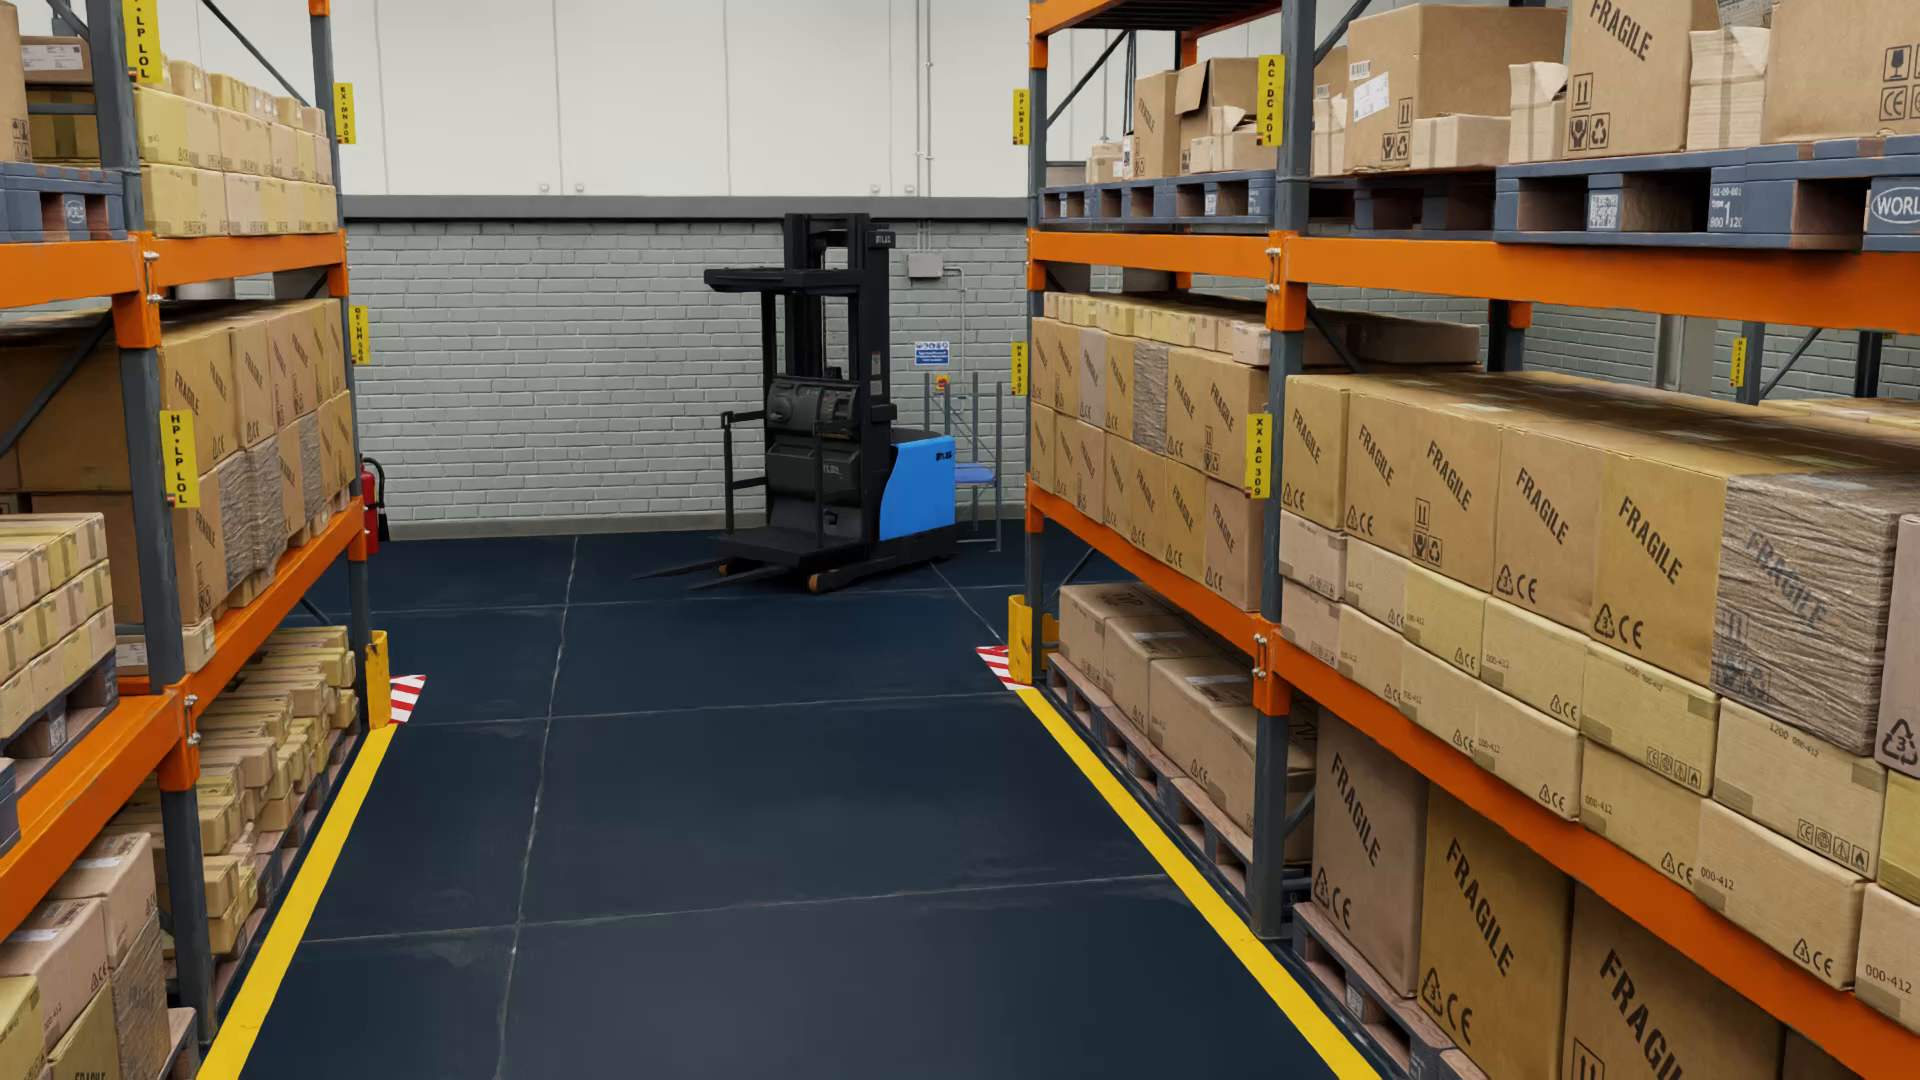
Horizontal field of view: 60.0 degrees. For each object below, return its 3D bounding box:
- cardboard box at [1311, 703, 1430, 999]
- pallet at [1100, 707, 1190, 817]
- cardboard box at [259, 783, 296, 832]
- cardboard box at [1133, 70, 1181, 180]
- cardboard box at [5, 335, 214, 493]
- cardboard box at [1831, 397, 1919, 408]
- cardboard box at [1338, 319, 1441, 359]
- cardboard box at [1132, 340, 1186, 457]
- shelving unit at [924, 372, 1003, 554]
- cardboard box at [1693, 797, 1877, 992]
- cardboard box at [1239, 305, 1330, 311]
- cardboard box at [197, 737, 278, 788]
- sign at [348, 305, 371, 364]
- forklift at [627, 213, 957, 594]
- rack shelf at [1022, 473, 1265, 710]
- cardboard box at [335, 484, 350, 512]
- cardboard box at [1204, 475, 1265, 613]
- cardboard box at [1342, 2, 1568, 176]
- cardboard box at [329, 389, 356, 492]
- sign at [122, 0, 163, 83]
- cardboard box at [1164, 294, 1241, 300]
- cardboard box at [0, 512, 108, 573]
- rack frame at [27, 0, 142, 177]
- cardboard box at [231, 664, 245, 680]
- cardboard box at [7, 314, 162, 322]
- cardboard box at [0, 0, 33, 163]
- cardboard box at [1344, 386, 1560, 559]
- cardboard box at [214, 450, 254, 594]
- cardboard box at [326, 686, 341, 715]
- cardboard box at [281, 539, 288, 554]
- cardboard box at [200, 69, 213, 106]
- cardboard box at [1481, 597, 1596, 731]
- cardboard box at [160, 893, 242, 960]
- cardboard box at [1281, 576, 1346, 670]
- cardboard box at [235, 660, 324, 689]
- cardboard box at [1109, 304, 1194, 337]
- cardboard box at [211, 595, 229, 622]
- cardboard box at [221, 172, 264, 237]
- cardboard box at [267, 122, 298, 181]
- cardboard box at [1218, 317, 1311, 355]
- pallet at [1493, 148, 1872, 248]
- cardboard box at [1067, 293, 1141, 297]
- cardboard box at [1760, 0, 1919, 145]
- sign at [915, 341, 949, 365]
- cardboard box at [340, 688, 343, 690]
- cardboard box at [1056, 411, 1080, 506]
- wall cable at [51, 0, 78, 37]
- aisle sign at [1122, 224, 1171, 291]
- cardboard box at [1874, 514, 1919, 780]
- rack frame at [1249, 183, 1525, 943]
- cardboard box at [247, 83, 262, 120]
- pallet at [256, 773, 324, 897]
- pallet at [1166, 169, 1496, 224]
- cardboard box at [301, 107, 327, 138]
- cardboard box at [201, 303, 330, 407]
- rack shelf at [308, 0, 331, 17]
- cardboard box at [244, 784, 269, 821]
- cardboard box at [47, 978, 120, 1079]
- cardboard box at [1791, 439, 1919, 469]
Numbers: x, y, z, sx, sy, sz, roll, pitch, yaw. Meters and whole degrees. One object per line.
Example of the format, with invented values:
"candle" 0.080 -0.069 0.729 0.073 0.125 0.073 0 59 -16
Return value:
"cardboard box" 1.890 1.070 6.163 0.875 0.875 0.875 -2 11 -9
"pallet" 1.379 1.125 8.772 1.003 0.211 1.213 -2 11 -11
"cardboard box" -3.193 1.200 7.425 0.380 0.149 0.250 -2 11 -13
"cardboard box" 1.158 -2.014 8.131 0.500 0.500 0.500 -2 11 -10
"cardboard box" -2.994 -0.457 5.893 0.500 0.500 0.500 -2 11 -10
"cardboard box" 6.131 -0.790 10.986 0.500 0.250 0.500 -2 11 -9
"cardboard box" 1.818 -0.851 7.020 0.380 0.149 0.250 -2 11 -10
"cardboard box" 1.129 -0.681 7.864 0.500 0.500 0.500 -2 11 -10
"shelving unit" 0.017 -0.721 15.028 0.538 1.500 1.048 -2 11 -11
"cardboard box" 2.001 0.753 3.673 0.500 0.250 0.500 -2 11 -10
"cardboard box" 1.606 -1.084 8.247 0.380 0.149 0.250 -2 11 -11
"cardboard box" -3.144 0.958 7.105 0.380 0.149 0.250 -2 11 -10
"sign" -3.375 -1.154 9.346 0.100 0.325 0.005 -2 11 -11
"forklift" -1.326 -1.119 13.292 1.130 2.935 3.031 8 14 37
"rack shelf" 1.302 0.109 8.580 1.077 0.370 4.000 -2 11 -11
"cardboard box" -3.582 -0.240 9.161 0.380 0.149 0.250 -2 11 -11
"cardboard box" 1.350 -0.003 6.975 0.500 0.500 0.500 -2 11 -10
"cardboard box" 1.578 -1.435 5.352 0.500 0.500 0.500 -2 11 -12
"cardboard box" -3.583 -0.535 8.976 0.500 0.500 0.500 -2 11 -10
"sign" -2.601 -1.621 5.287 0.100 0.325 0.005 -2 11 -11
"cardboard box" 1.385 -1.322 9.497 0.380 0.149 0.250 -2 11 -12
"cardboard box" -2.875 0.012 5.122 0.380 0.149 0.250 -2 11 -8
"rack frame" -3.145 -2.626 4.982 1.000 3.000 0.127 -2 11 -11
"cardboard box" -3.983 0.644 8.756 0.380 0.149 0.250 -2 11 -10
"cardboard box" -3.810 -0.726 7.302 0.500 0.500 0.500 -2 11 -13
"cardboard box" -3.179 -1.335 4.828 0.700 0.500 0.500 -2 11 -11
"cardboard box" 1.621 -0.235 5.519 0.500 0.500 0.500 -2 11 -11
"cardboard box" -3.097 -0.065 6.506 0.500 0.500 0.500 -2 11 -11
"cardboard box" -3.438 0.817 8.642 0.380 0.149 0.250 -3 11 -13
"cardboard box" -3.418 -0.001 7.902 0.380 0.149 0.250 -3 11 -13
"cardboard box" -3.165 -1.774 6.523 0.380 0.149 0.250 -2 11 -13
"cardboard box" 1.801 0.322 4.600 0.500 0.250 0.500 -2 11 -13
"cardboard box" -2.901 1.436 6.182 0.380 0.149 0.250 -3 11 -13
"cardboard box" 1.518 0.286 6.126 0.500 0.250 0.500 -2 11 -12
"cardboard box" -3.416 0.718 8.367 0.380 0.149 0.250 -3 11 -13
"cardboard box" 0.971 -1.109 8.379 0.380 0.149 0.250 -2 11 -12
"cardboard box" -3.153 0.239 6.646 0.380 0.149 0.250 -3 11 -14
"cardboard box" -3.165 -1.361 6.759 0.500 0.250 0.500 -2 11 -9
"cardboard box" -3.386 -1.795 7.702 0.500 0.250 0.500 -2 11 -10
"cardboard box" 1.335 -0.880 7.175 0.380 0.149 0.250 -2 11 -11
"pallet" 2.071 -0.846 4.156 1.003 0.211 1.213 -2 11 -8
"cardboard box" 0.831 -1.350 9.643 0.380 0.149 0.250 -2 11 -10
"cardboard box" 2.090 -1.048 3.320 0.700 0.500 0.500 -3 11 -14
"sign" -0.266 -1.787 15.894 0.327 0.218 0.001 -2 11 -11
"cardboard box" -3.616 0.870 9.157 0.380 0.149 0.250 -2 11 -10
"cardboard box" 0.850 -0.470 9.431 0.500 0.500 0.500 -2 11 -12
"wall cable" -6.527 -5.941 13.792 2.277 5.999 0.120 -2 11 -11
"aisle sign" 1.203 -1.913 10.326 0.394 0.787 0.004 -2 11 -11
"cardboard box" 2.112 0.230 3.077 0.500 0.500 0.500 -2 11 -13
"rack frame" 1.691 0.122 6.586 1.000 3.000 0.127 -2 11 -11
"cardboard box" -3.292 -1.921 7.296 0.380 0.149 0.250 -2 11 -13
"pallet" -3.551 1.344 7.622 1.003 0.211 1.213 -2 11 -11
"pallet" 1.542 -1.458 7.104 1.003 0.211 1.213 -2 11 -11
"cardboard box" -3.570 -2.204 8.783 0.380 0.149 0.250 -2 11 -12
"cardboard box" -3.491 -0.932 8.385 0.500 0.500 0.500 -3 11 -13
"rack shelf" -3.534 -2.638 6.977 1.077 0.370 4.000 -2 11 -11
"cardboard box" -3.202 1.103 7.137 0.380 0.149 0.250 -2 11 -8
"cardboard box" -2.655 1.563 4.578 0.500 0.500 0.500 -2 11 -12
"cardboard box" 2.421 0.030 4.128 0.500 0.500 0.500 -2 11 -9
